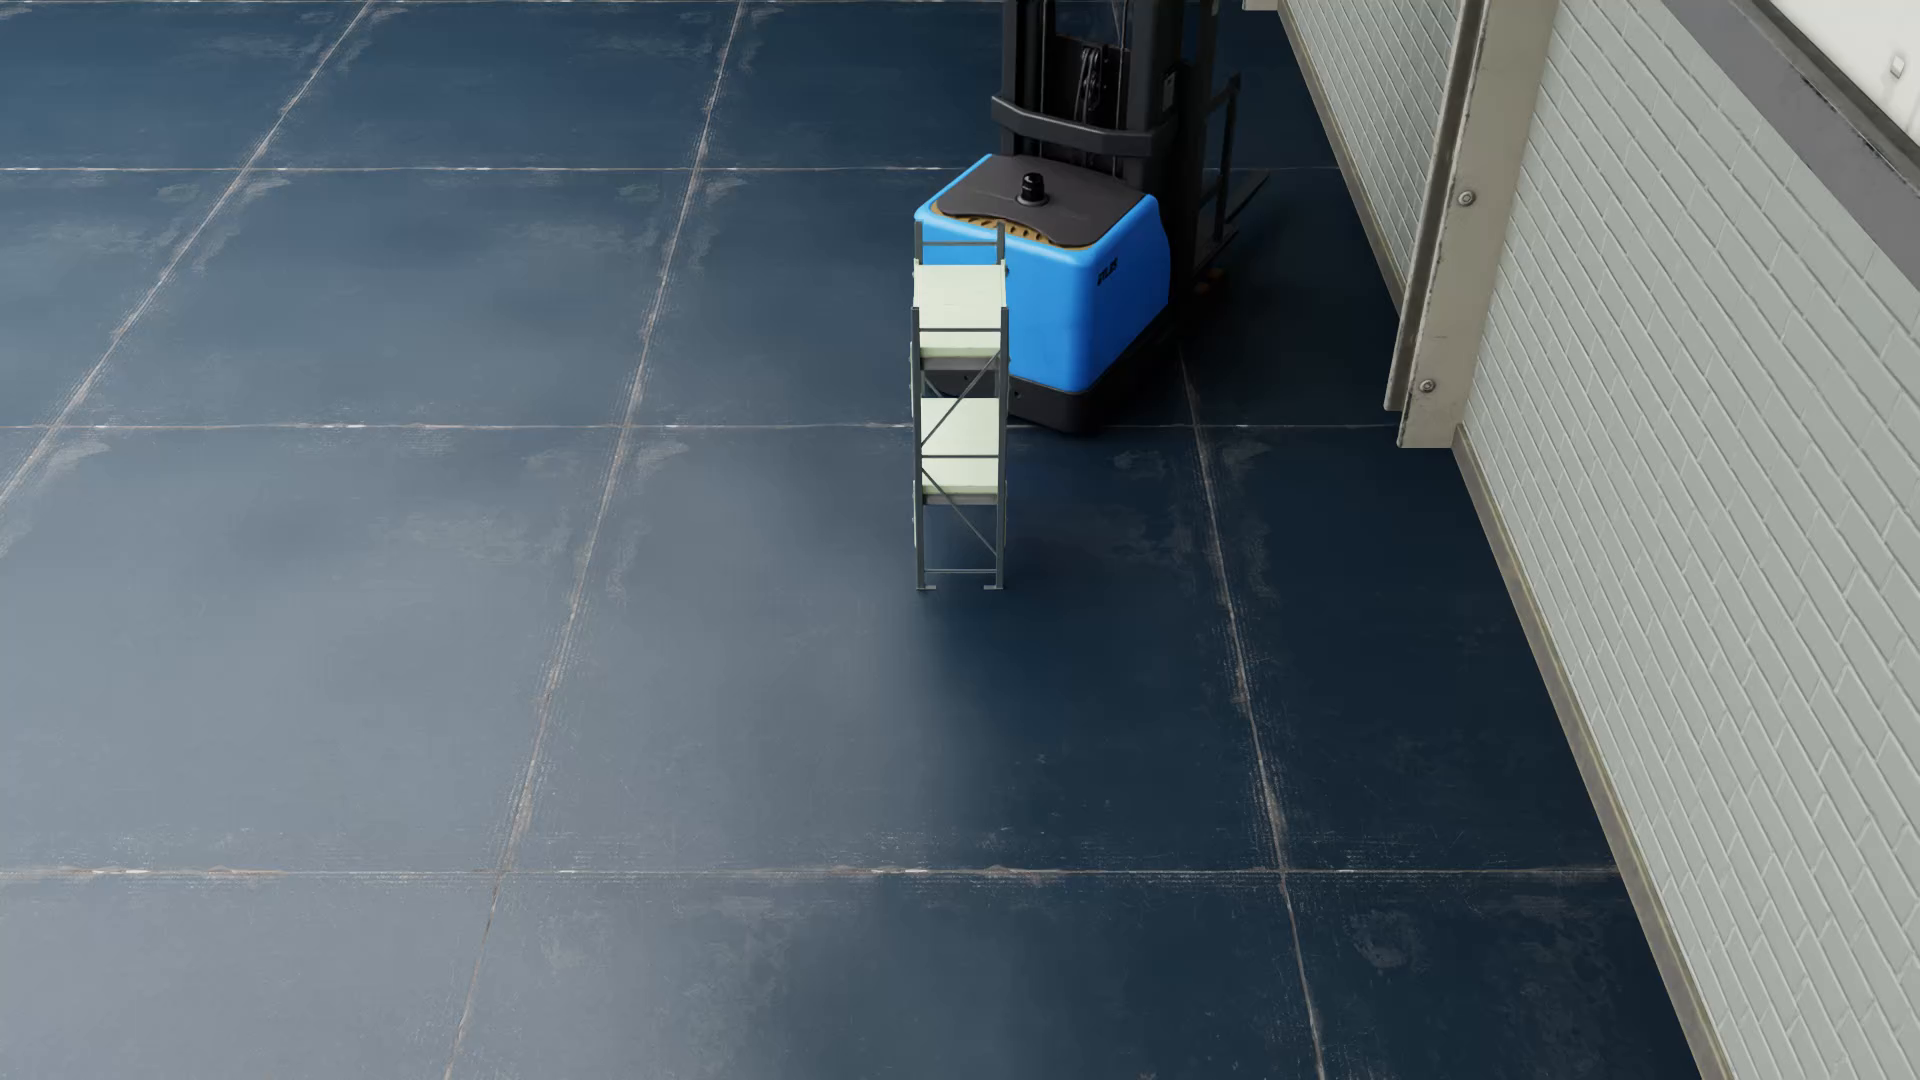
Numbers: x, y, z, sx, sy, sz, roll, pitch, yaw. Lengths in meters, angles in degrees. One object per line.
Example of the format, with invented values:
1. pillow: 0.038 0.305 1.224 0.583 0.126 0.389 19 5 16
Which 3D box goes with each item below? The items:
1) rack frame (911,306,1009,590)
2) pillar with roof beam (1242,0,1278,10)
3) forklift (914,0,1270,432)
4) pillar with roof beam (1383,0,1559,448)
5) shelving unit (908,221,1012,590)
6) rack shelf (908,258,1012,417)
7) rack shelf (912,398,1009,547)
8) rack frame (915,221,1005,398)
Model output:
1. rack frame: 0.000 -0.361 7.246 0.400 1.500 0.023 0 39 0
2. pillar with roof beam: -1.892 -7.862 10.610 9.100 9.000 0.400 0 39 0
3. forklift: 0.924 -2.602 8.898 1.130 2.935 3.031 20 43 23
4. pillar with roof beam: -1.885 -4.109 5.928 9.100 9.000 0.400 0 39 0
5. shelving unit: 0.000 -0.589 7.532 0.431 1.500 0.755 0 39 0
6. rack shelf: 0.000 -0.894 7.288 0.431 0.370 0.720 0 39 0
7. rack shelf: 0.000 -0.335 7.736 0.431 0.370 0.720 0 39 0
8. rack frame: 0.000 -0.818 7.817 0.400 1.500 0.023 0 39 0
